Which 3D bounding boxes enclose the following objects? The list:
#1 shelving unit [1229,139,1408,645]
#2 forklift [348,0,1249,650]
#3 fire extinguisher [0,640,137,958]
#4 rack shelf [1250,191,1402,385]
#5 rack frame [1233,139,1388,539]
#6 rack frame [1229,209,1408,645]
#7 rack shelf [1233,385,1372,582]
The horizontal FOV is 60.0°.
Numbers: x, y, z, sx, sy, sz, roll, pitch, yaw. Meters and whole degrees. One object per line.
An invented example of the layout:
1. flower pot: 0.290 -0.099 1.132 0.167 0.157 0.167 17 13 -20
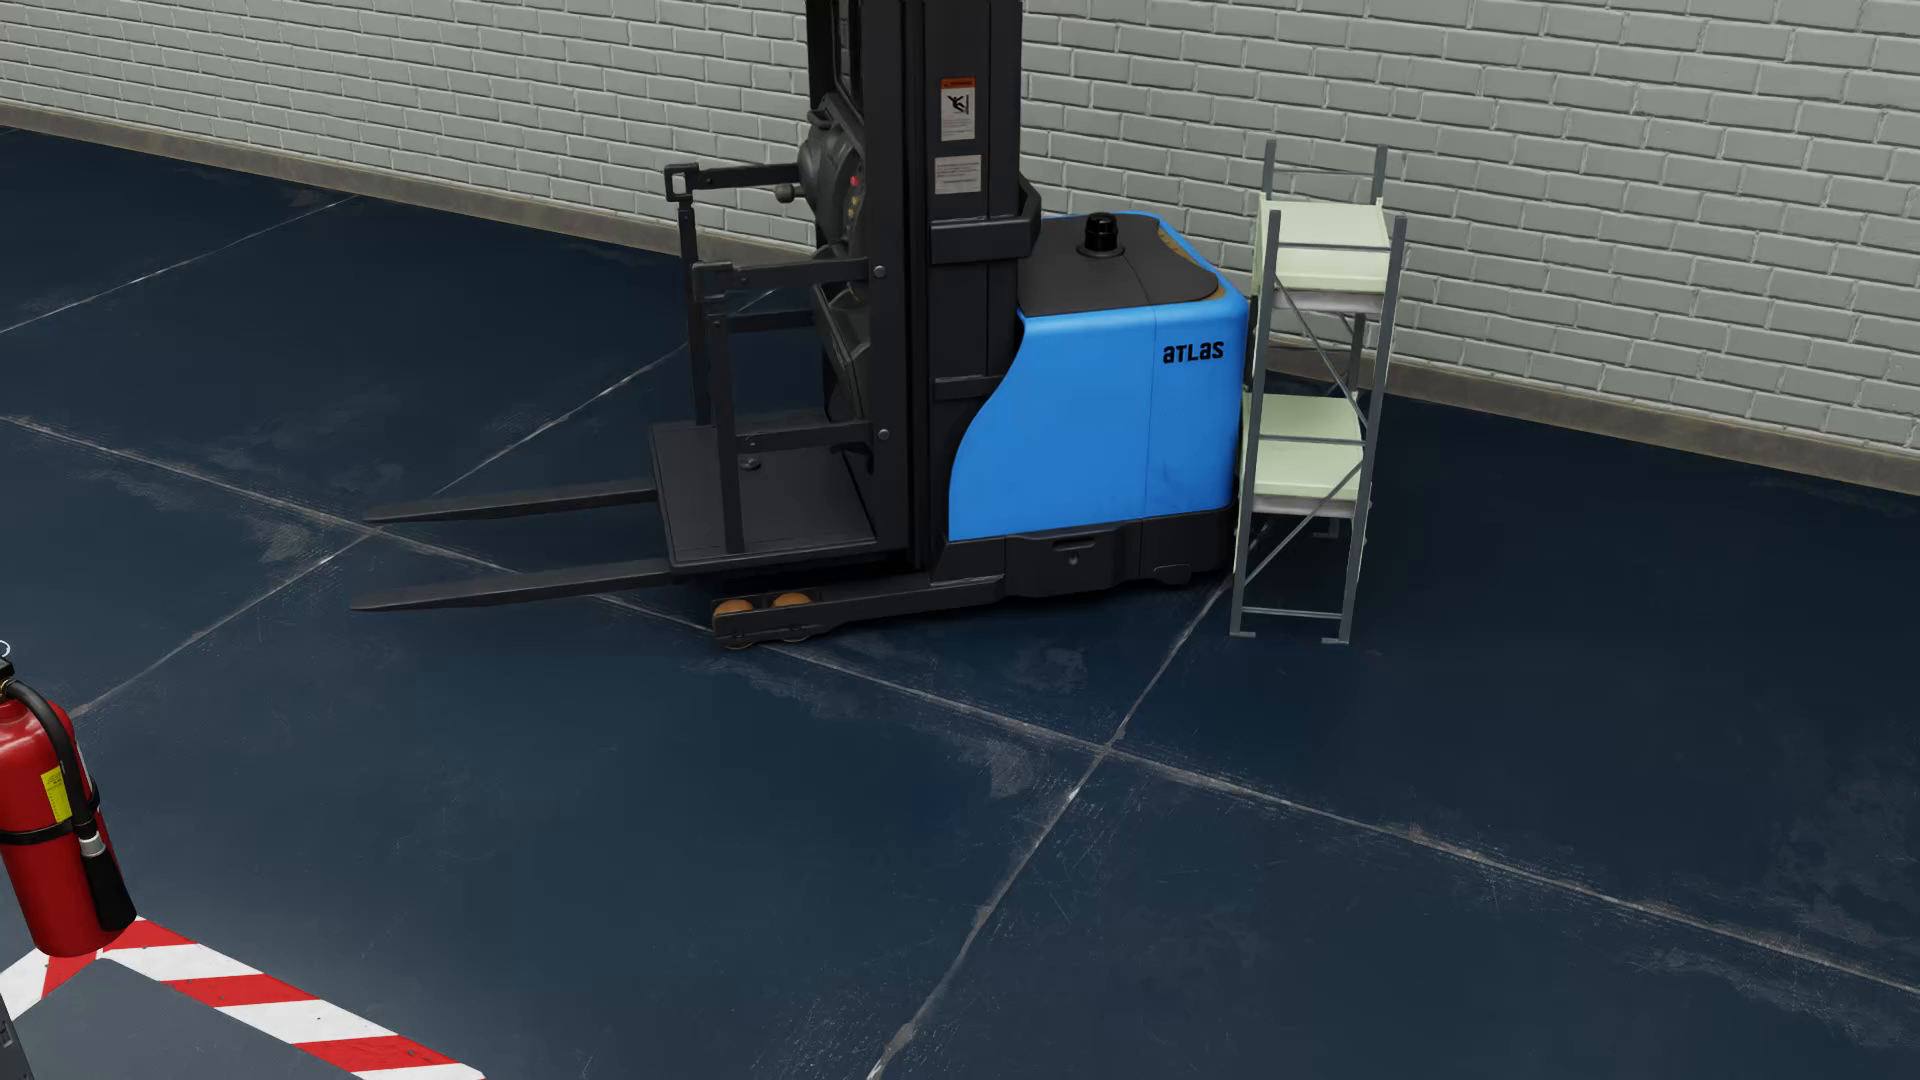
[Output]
1. shelving unit: 1.171 -0.495 5.606 0.431 1.500 0.755 4 30 7
2. forklift: -0.597 -1.191 5.381 3.031 2.935 1.130 -7 31 -12
3. fire extinguisher: -1.635 0.432 2.938 0.296 0.674 0.183 14 33 23
4. rack shelf: 1.171 -0.833 5.412 0.431 0.370 0.720 4 30 7
5. rack frame: 1.223 -0.675 5.920 0.400 1.500 0.023 4 30 7
6. rack frame: 1.119 -0.315 5.292 0.400 1.500 0.023 4 30 7
7. rack shelf: 1.171 -0.212 5.768 0.431 0.370 0.720 4 30 7
